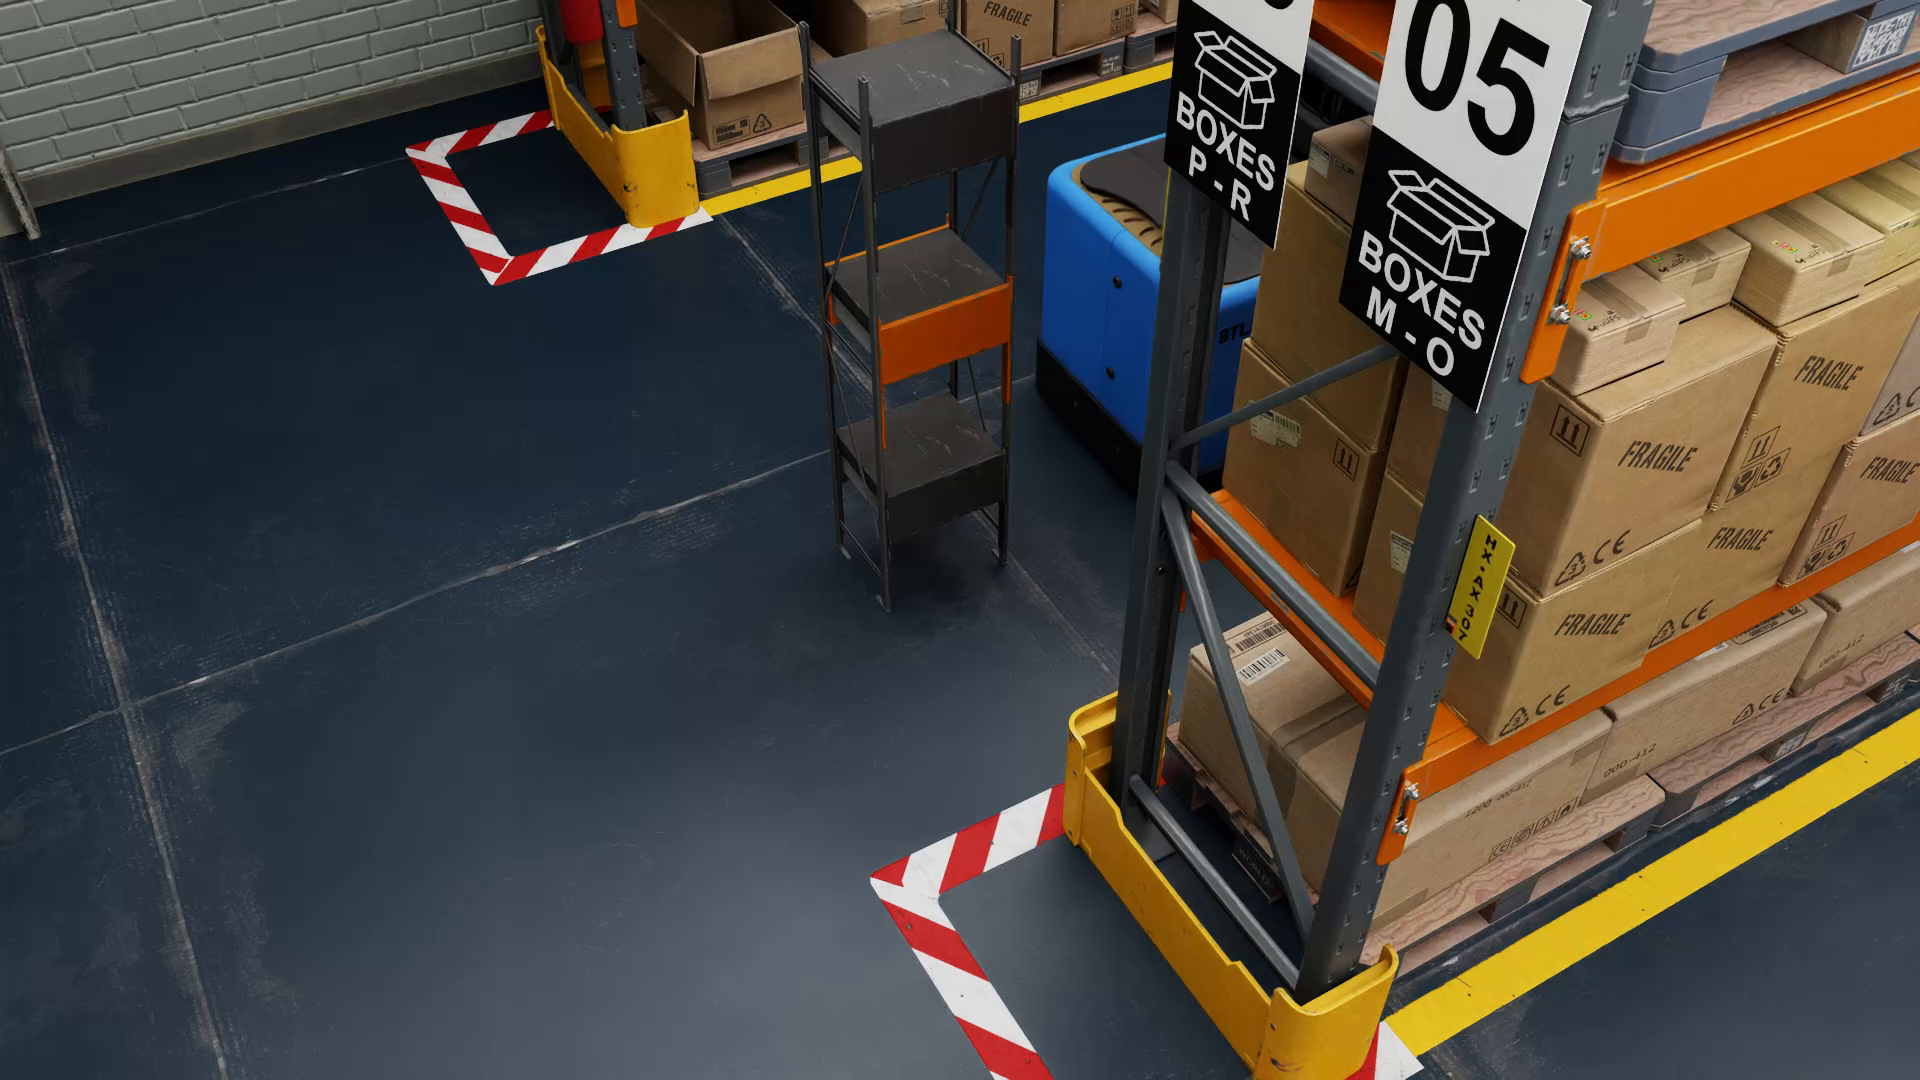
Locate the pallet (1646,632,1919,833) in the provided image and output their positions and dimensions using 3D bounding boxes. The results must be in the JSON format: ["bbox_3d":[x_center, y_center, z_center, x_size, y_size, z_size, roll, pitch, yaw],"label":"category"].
[{"bbox_3d":[2.474,0.355,5.733,1.213,0.211,1.003,-22,48,-21],"label":"pallet"}]

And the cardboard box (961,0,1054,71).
[{"bbox_3d":[0.133,-2.701,8.373,0.500,0.500,0.500,-21,48,-20],"label":"cardboard box"}]

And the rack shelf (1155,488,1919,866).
[{"bbox_3d":[2.497,-0.336,4.959,4.000,0.370,1.077,-22,48,-21],"label":"rack shelf"}]

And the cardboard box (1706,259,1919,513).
[{"bbox_3d":[1.765,-0.473,3.794,0.500,0.500,0.500,-23,49,-22],"label":"cardboard box"}]

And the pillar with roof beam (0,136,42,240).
[{"bbox_3d":[-2.356,-2.059,1.910,0.400,9.000,9.100,-22,48,-21],"label":"pillar with roof beam"}]

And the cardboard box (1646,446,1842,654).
[{"bbox_3d":[1.747,-0.122,4.150,0.500,0.500,0.500,-22,48,-21],"label":"cardboard box"}]

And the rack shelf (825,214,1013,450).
[{"bbox_3d":[-0.144,-0.686,5.469,0.480,0.518,0.431,-22,48,-21],"label":"rack shelf"}]

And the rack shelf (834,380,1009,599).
[{"bbox_3d":[-0.144,-0.184,5.957,0.480,0.518,0.431,-22,48,-21],"label":"rack shelf"}]

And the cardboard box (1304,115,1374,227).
[{"bbox_3d":[0.974,-0.773,3.638,0.250,0.149,0.380,-21,48,-20],"label":"cardboard box"}]

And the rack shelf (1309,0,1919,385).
[{"bbox_3d":[2.497,-1.413,3.914,4.000,0.370,1.077,-22,48,-21],"label":"rack shelf"}]

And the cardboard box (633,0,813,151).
[{"bbox_3d":[-1.136,-2.306,7.964,0.637,0.503,0.797,-24,49,-22],"label":"cardboard box"}]

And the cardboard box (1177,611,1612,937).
[{"bbox_3d":[1.285,0.579,5.038,0.875,0.438,0.875,-23,49,-22],"label":"cardboard box"}]

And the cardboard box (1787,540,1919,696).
[{"bbox_3d":[2.857,-0.055,5.692,0.875,0.438,0.875,-23,49,-22],"label":"cardboard box"}]

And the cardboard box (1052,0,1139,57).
[{"bbox_3d":[0.525,-2.938,8.617,0.500,0.500,0.700,-24,49,-22],"label":"cardboard box"}]

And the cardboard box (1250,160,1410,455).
[{"bbox_3d":[1.062,-0.606,3.931,0.500,0.500,0.500,-20,48,-20],"label":"cardboard box"}]

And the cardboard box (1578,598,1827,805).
[{"bbox_3d":[2.074,0.256,5.370,0.875,0.438,0.875,-21,48,-20],"label":"cardboard box"}]

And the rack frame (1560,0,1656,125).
[{"bbox_3d":[0.763,-2.053,1.904,0.127,3.000,1.000,-22,48,-21],"label":"rack frame"}]

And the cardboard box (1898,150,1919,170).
[{"bbox_3d":[2.103,-0.864,3.731,0.250,0.149,0.380,-21,48,-21],"label":"cardboard box"}]

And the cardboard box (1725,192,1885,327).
[{"bbox_3d":[1.683,-0.639,3.499,0.250,0.149,0.380,-20,48,-20],"label":"cardboard box"}]

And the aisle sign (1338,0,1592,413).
[{"bbox_3d":[0.845,-0.633,2.882,0.004,0.787,0.394,-22,48,-21],"label":"aisle sign"}]

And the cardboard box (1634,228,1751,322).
[{"bbox_3d":[1.400,-0.618,3.477,0.250,0.149,0.380,-21,48,-20],"label":"cardboard box"}]

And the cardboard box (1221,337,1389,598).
[{"bbox_3d":[1.049,-0.263,4.296,0.500,0.500,0.500,-22,48,-21],"label":"cardboard box"}]

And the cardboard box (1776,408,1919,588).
[{"bbox_3d":[2.197,-0.287,4.321,0.500,0.500,0.500,-22,48,-21],"label":"cardboard box"}]

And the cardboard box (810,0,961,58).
[{"bbox_3d":[-0.375,-2.578,8.246,0.500,0.500,0.700,-20,48,-19],"label":"cardboard box"}]

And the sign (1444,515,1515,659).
[{"bbox_3d":[1.034,0.098,3.317,0.005,0.325,0.100,-22,48,-21],"label":"sign"}]

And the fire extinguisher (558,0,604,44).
[{"bbox_3d":[-1.611,-2.405,6.897,0.183,0.674,0.296,-22,48,-21],"label":"fire extinguisher"}]

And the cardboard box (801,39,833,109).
[{"bbox_3d":[-0.748,-2.303,8.215,0.250,0.149,0.380,-24,49,-22],"label":"cardboard box"}]

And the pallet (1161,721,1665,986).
[{"bbox_3d":[1.417,0.776,5.299,1.213,0.211,1.003,-22,48,-21],"label":"pallet"}]

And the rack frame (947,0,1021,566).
[{"bbox_3d":[0.068,-0.781,5.547,0.015,2.100,0.400,-22,48,-21],"label":"rack frame"}]

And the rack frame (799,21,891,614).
[{"bbox_3d":[-0.355,-0.611,5.372,0.015,2.100,0.400,-22,48,-21],"label":"rack frame"}]

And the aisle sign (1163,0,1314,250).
[{"bbox_3d":[0.546,-0.996,3.255,0.004,0.787,0.394,-22,48,-21],"label":"aisle sign"}]

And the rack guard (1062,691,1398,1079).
[{"bbox_3d":[0.742,1.005,4.856,0.348,0.500,1.175,-22,48,-21],"label":"rack guard"}]

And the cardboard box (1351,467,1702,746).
[{"bbox_3d":[1.322,0.071,3.952,0.500,0.500,0.500,-22,48,-21],"label":"cardboard box"}]

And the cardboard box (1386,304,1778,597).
[{"bbox_3d":[1.321,-0.290,3.605,0.500,0.500,0.500,-23,49,-22],"label":"cardboard box"}]

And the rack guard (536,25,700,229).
[{"bbox_3d":[-1.647,-2.026,7.978,0.348,0.500,1.175,-22,48,-21],"label":"rack guard"}]

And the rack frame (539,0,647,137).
[{"bbox_3d":[-1.713,-2.896,7.081,0.127,3.000,1.000,-22,48,-21],"label":"rack frame"}]

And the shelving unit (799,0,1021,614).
[{"bbox_3d":[-0.144,-0.696,5.460,0.503,2.100,0.431,-22,48,-21],"label":"shelving unit"}]

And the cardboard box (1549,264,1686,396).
[{"bbox_3d":[1.208,-0.484,3.339,0.250,0.149,0.380,-21,48,-20],"label":"cardboard box"}]

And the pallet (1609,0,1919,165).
[{"bbox_3d":[1.401,-1.209,3.251,1.213,0.211,1.003,-22,48,-21],"label":"pallet"}]

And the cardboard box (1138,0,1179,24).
[{"bbox_3d":[1.109,-2.959,8.807,0.258,0.266,0.396,-20,48,-20],"label":"cardboard box"}]

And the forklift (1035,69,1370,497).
[{"bbox_3d":[1.850,-1.857,6.059,3.031,2.935,1.130,-21,48,-20],"label":"forklift"}]

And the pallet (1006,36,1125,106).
[{"bbox_3d":[0.100,-2.620,8.798,1.213,0.211,1.003,-22,48,-21],"label":"pallet"}]

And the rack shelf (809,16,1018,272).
[{"bbox_3d":[-0.144,-1.189,4.982,0.480,0.518,0.431,-22,48,-21],"label":"rack shelf"}]

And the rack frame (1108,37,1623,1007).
[{"bbox_3d":[0.763,0.100,3.994,0.127,3.000,1.000,-22,48,-21],"label":"rack frame"}]

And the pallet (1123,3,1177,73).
[{"bbox_3d":[1.159,-3.046,9.237,1.213,0.211,1.003,-22,48,-21],"label":"pallet"}]

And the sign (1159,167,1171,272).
[{"bbox_3d":[0.504,-0.733,3.850,0.005,0.325,0.100,-22,48,-21],"label":"sign"}]

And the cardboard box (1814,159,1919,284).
[{"bbox_3d":[1.902,-0.741,3.604,0.250,0.149,0.380,-23,49,-22],"label":"cardboard box"}]

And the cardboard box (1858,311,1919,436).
[{"bbox_3d":[2.208,-0.656,3.983,0.500,0.500,0.500,-22,48,-21],"label":"cardboard box"}]

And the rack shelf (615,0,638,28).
[{"bbox_3d":[0.021,-3.332,8.046,4.000,0.370,1.077,-22,48,-21],"label":"rack shelf"}]

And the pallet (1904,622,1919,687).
[{"bbox_3d":[3.533,-0.071,6.172,1.213,0.211,1.003,-22,48,-21],"label":"pallet"}]

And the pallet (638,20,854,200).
[{"bbox_3d":[-0.957,-2.199,8.365,1.213,0.211,1.003,-22,48,-21],"label":"pallet"}]
